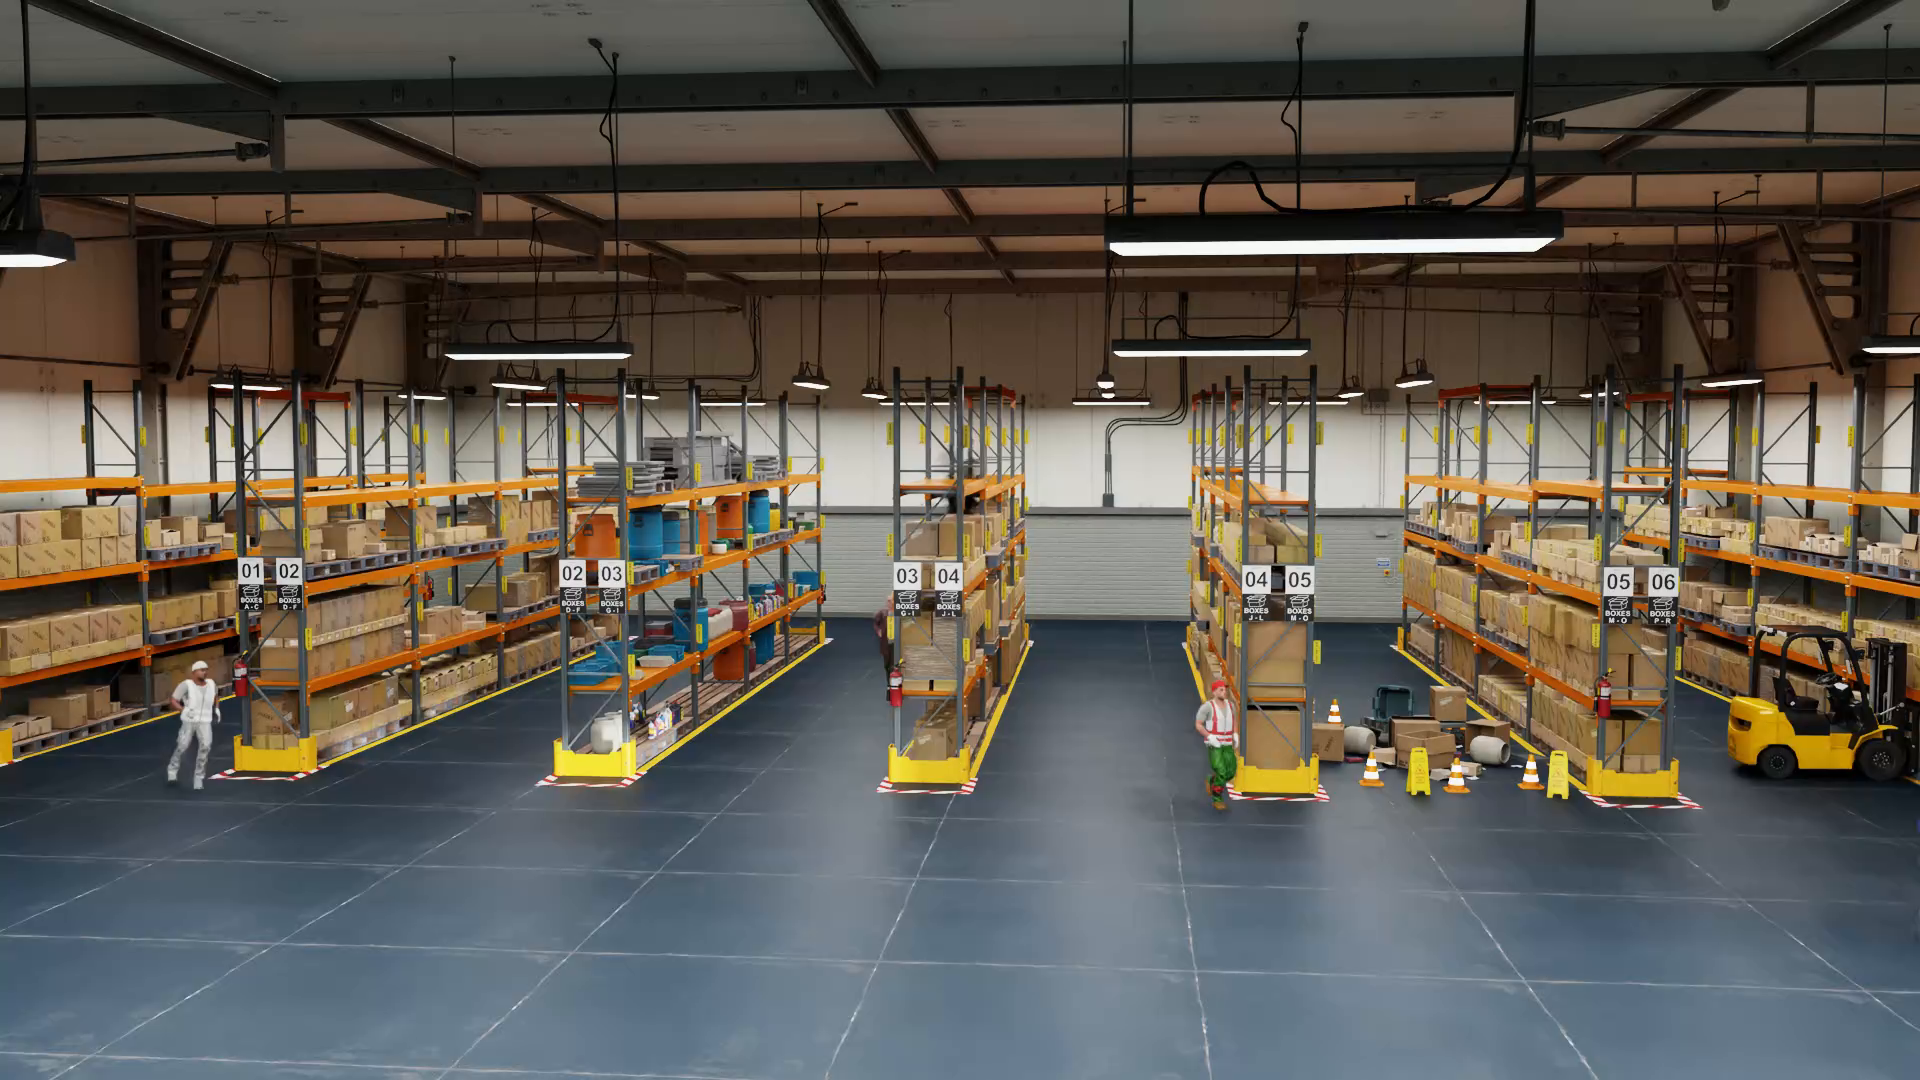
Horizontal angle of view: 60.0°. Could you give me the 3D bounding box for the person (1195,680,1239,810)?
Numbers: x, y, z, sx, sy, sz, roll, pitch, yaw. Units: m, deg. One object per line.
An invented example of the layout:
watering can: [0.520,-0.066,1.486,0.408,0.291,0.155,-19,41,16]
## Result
person: [3.464,2.736,22.419,0.687,1.730,0.625,-2,4,-28]

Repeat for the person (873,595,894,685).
person: [-1.263,1.923,30.886,0.710,1.794,0.858,0,4,0]

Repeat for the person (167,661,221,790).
person: [-10.964,2.639,23.915,0.742,1.804,0.805,-3,5,-43]
